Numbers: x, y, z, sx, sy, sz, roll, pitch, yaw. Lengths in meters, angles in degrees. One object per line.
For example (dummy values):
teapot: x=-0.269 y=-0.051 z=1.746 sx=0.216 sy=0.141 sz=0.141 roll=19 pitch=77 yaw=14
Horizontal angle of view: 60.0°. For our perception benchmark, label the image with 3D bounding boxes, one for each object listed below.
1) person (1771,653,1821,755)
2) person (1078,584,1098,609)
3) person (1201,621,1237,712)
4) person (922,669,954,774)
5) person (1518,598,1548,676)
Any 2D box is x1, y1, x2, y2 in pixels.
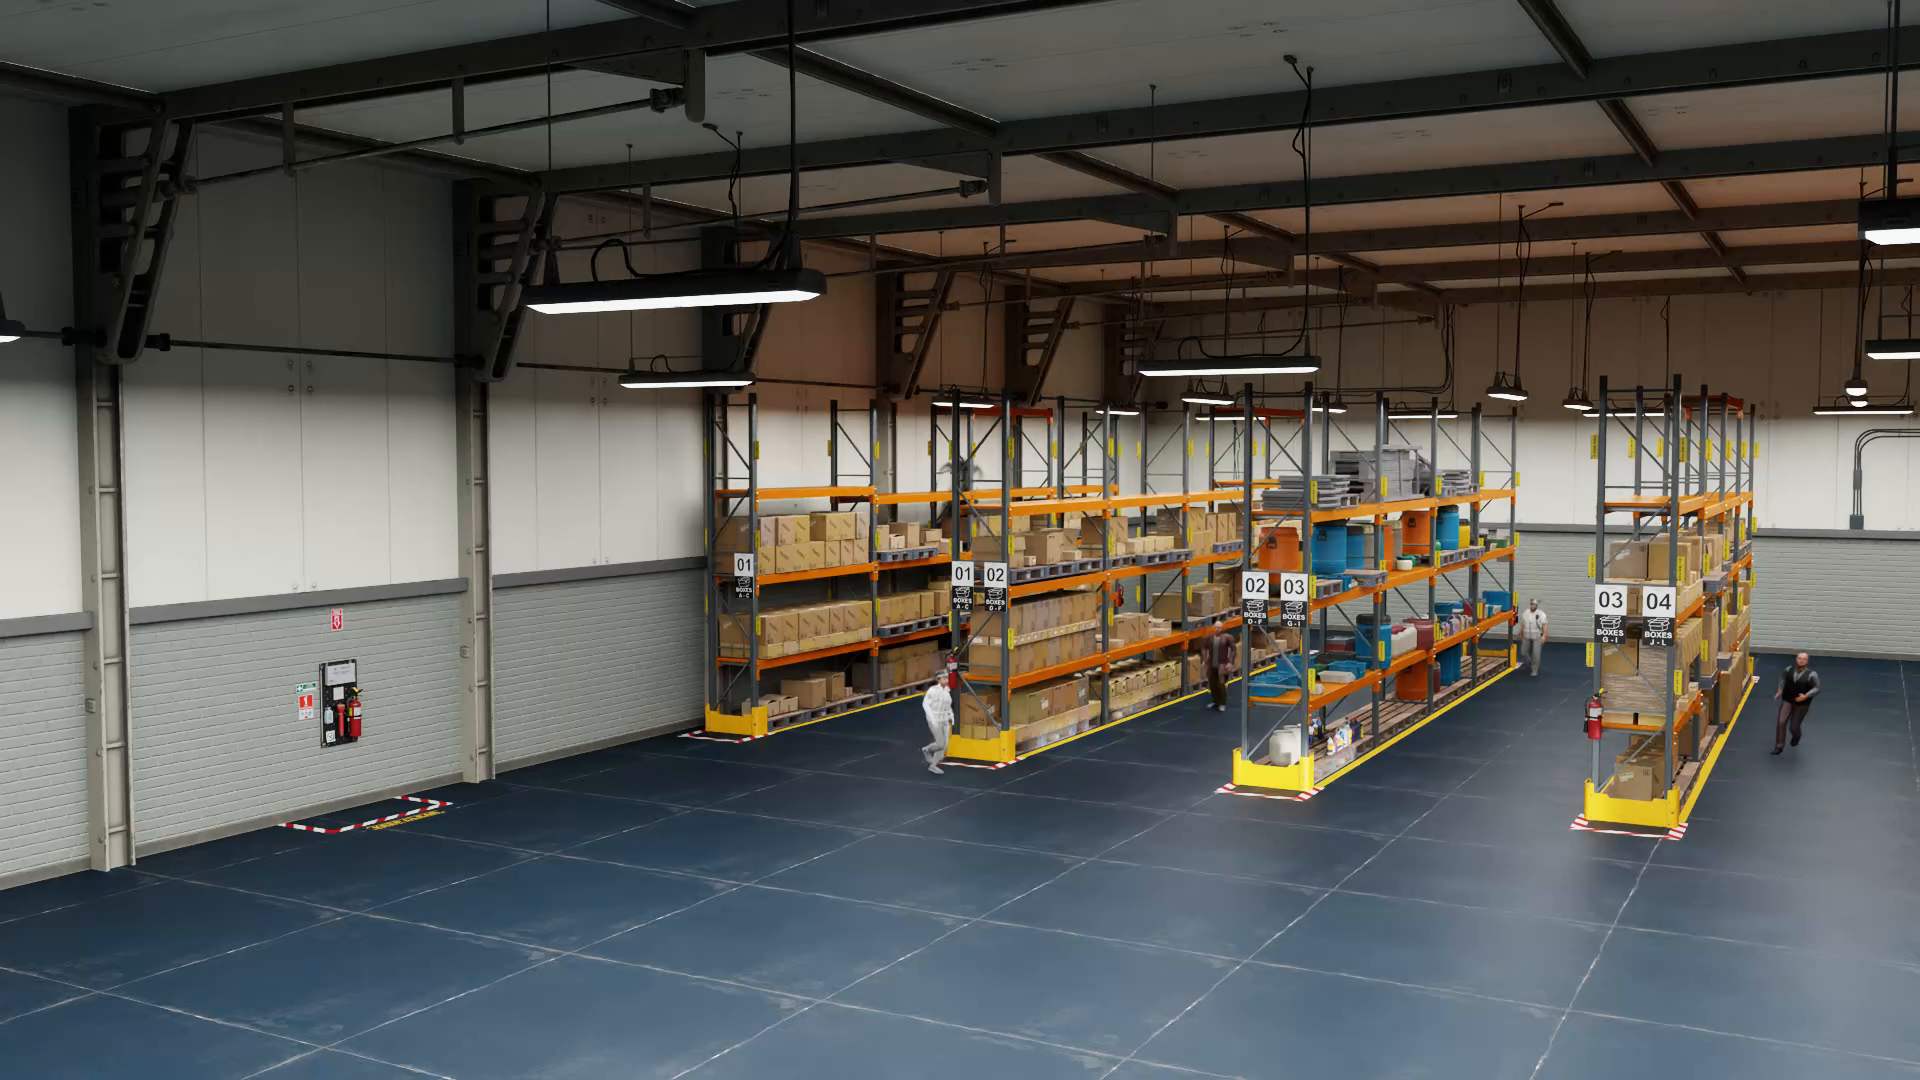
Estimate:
person: x=13.772 y=2.683 z=27.337 sx=0.698 sy=1.676 sz=0.853 roll=3 pitch=4 yaw=41
person: x=2.799 y=1.857 z=38.031 sx=0.588 sy=1.729 sz=0.818 roll=2 pitch=3 yaw=26
person: x=5.009 y=2.410 z=32.057 sx=0.702 sy=1.735 sz=0.687 roll=2 pitch=4 yaw=30
person: x=-0.364 y=2.801 z=25.844 sx=0.617 sy=1.636 sz=0.475 roll=-3 pitch=4 yaw=-44
person: x=12.729 y=2.140 z=36.959 sx=0.720 sy=1.735 sz=0.684 roll=2 pitch=4 yaw=36
